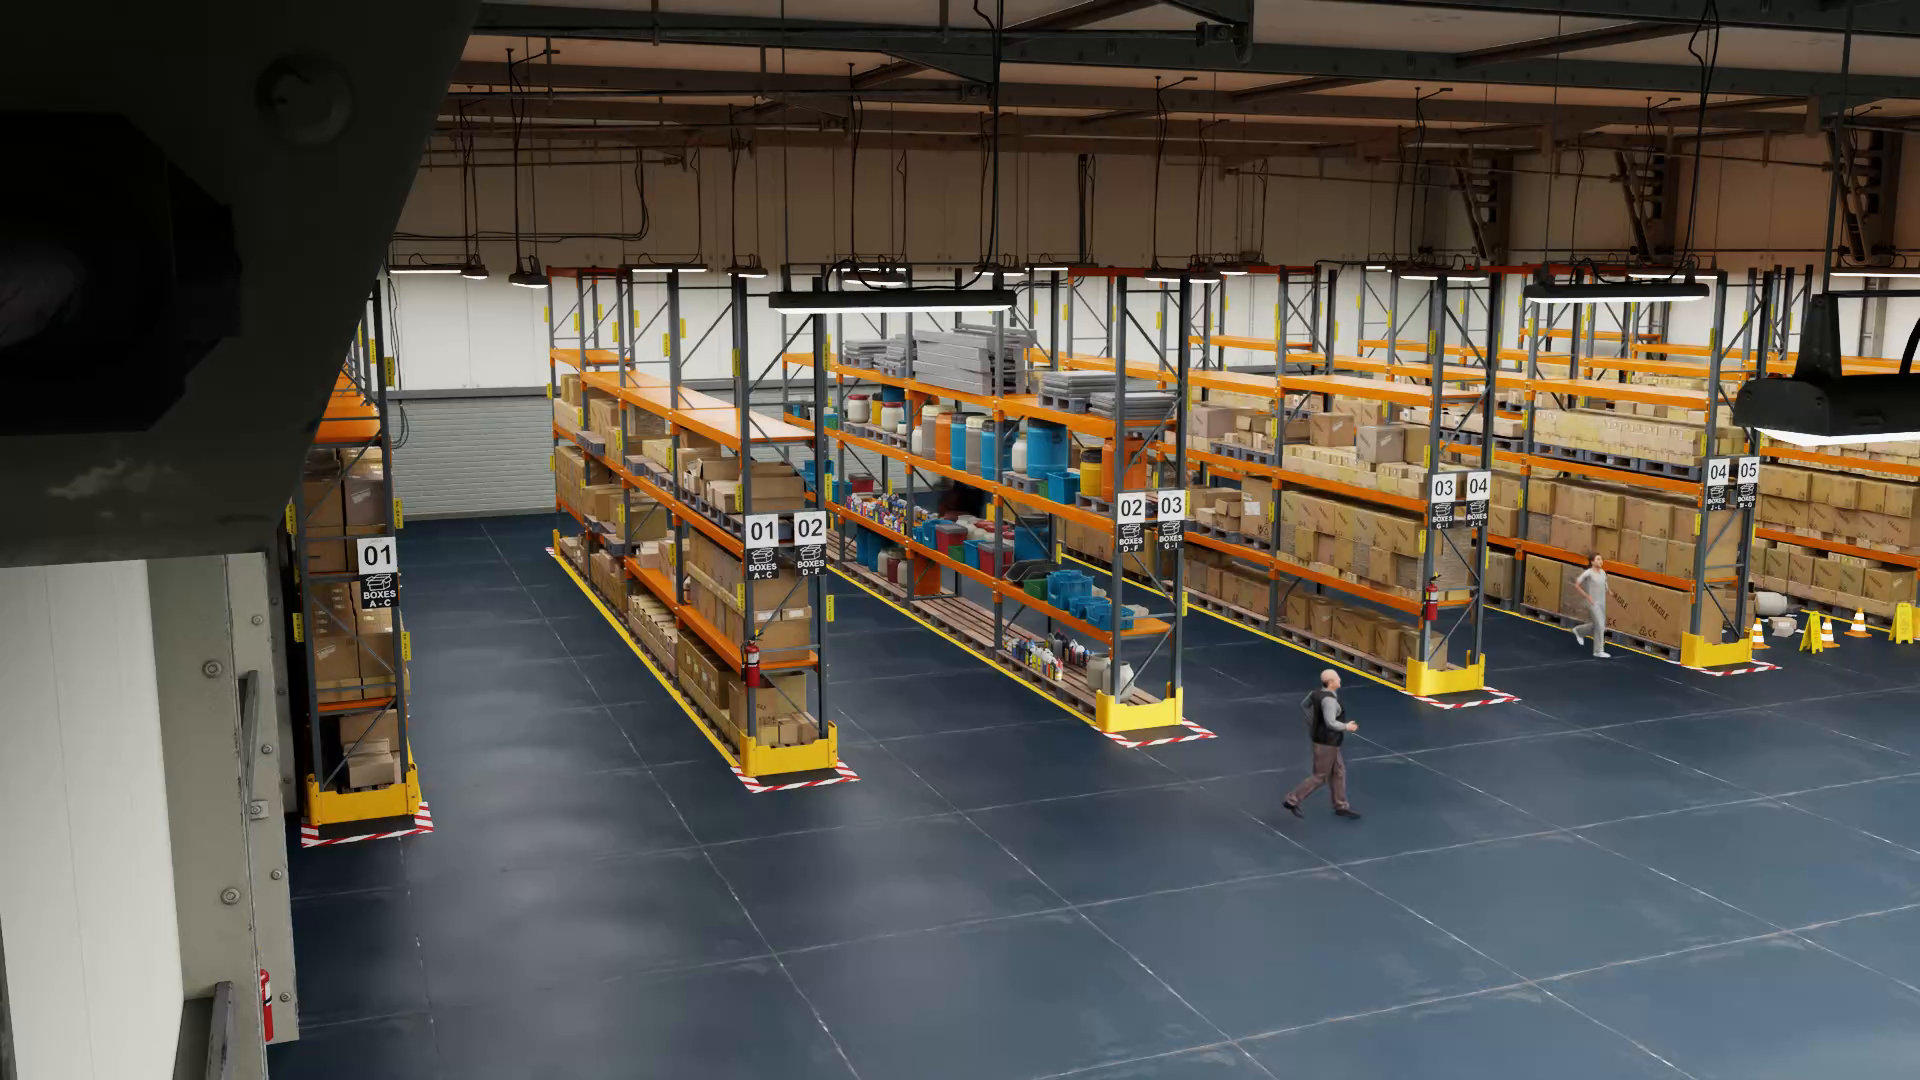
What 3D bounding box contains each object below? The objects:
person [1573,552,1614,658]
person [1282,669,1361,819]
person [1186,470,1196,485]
[{"bbox_3d":[9.961,1.000,26.190,0.575,1.635,0.802,-5,11,-27],"label":"person"},{"bbox_3d":[4.061,2.287,18.520,0.907,1.728,0.657,1,10,3],"label":"person"},{"bbox_3d":[4.702,-0.568,34.769,0.669,1.823,0.965,-5,11,-25],"label":"person"}]
